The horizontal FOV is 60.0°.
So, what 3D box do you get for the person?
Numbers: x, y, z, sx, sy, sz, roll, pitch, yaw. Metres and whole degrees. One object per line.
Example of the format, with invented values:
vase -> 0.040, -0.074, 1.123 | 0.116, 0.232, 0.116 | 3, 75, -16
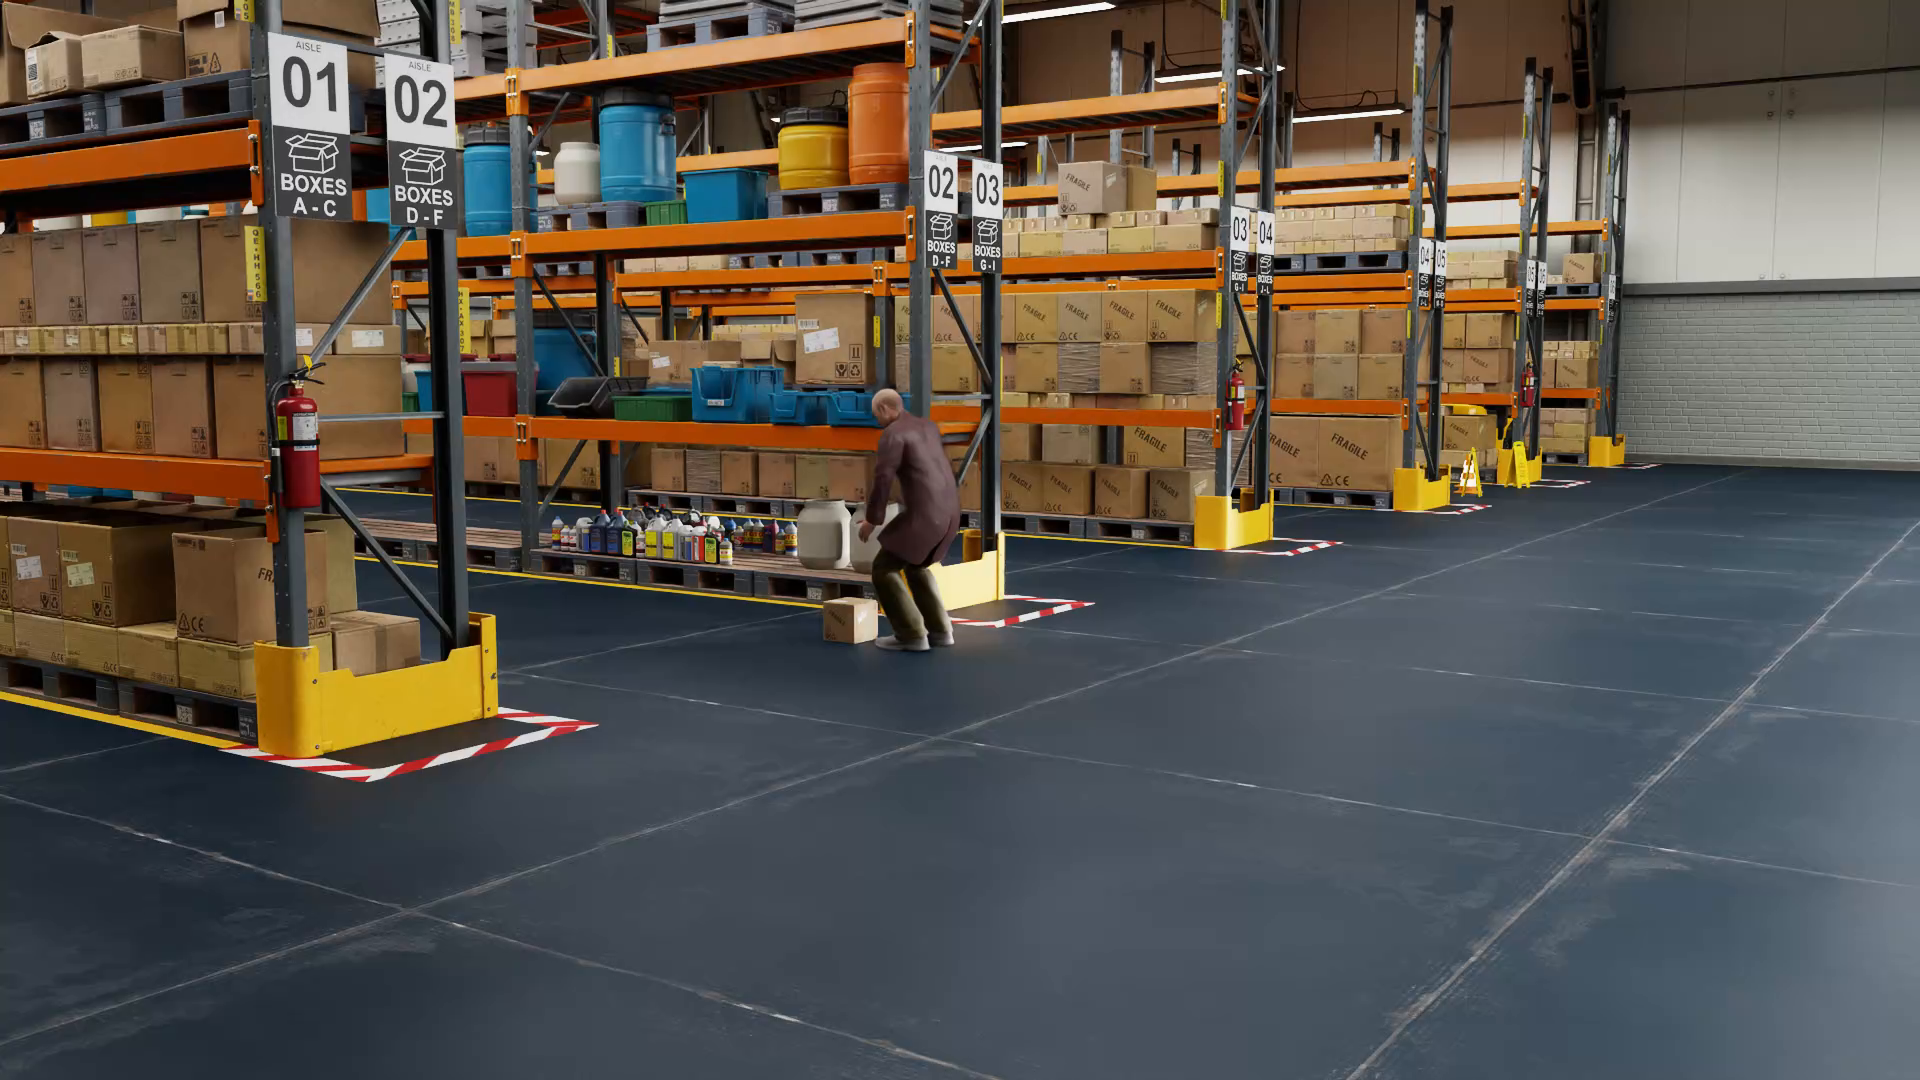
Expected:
person -> -0.297, -0.122, 10.257 | 0.564, 1.600, 0.620 | 4, 7, 34
